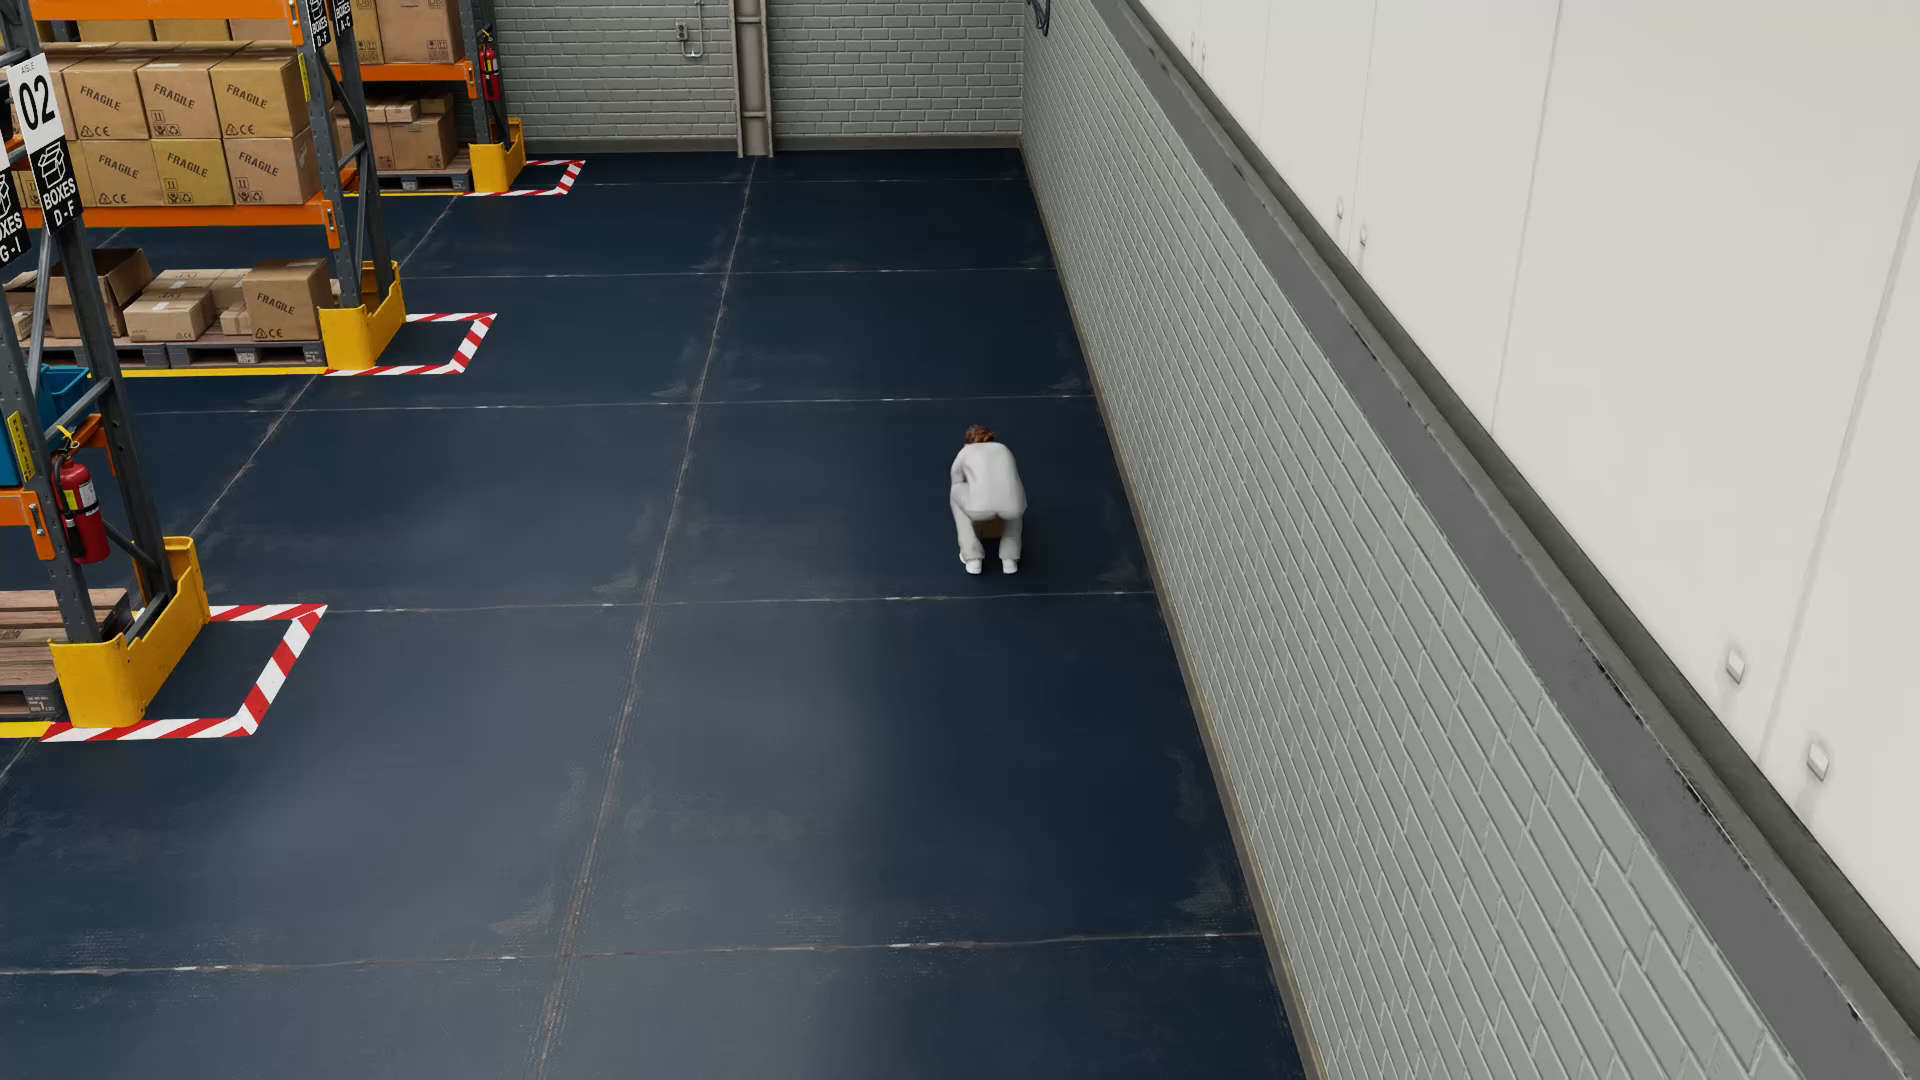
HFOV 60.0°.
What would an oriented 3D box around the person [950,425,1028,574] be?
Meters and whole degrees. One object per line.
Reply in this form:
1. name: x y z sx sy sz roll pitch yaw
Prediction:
1. person: 0.173 -0.252 10.117 0.458 0.764 0.863 -2 28 -4
